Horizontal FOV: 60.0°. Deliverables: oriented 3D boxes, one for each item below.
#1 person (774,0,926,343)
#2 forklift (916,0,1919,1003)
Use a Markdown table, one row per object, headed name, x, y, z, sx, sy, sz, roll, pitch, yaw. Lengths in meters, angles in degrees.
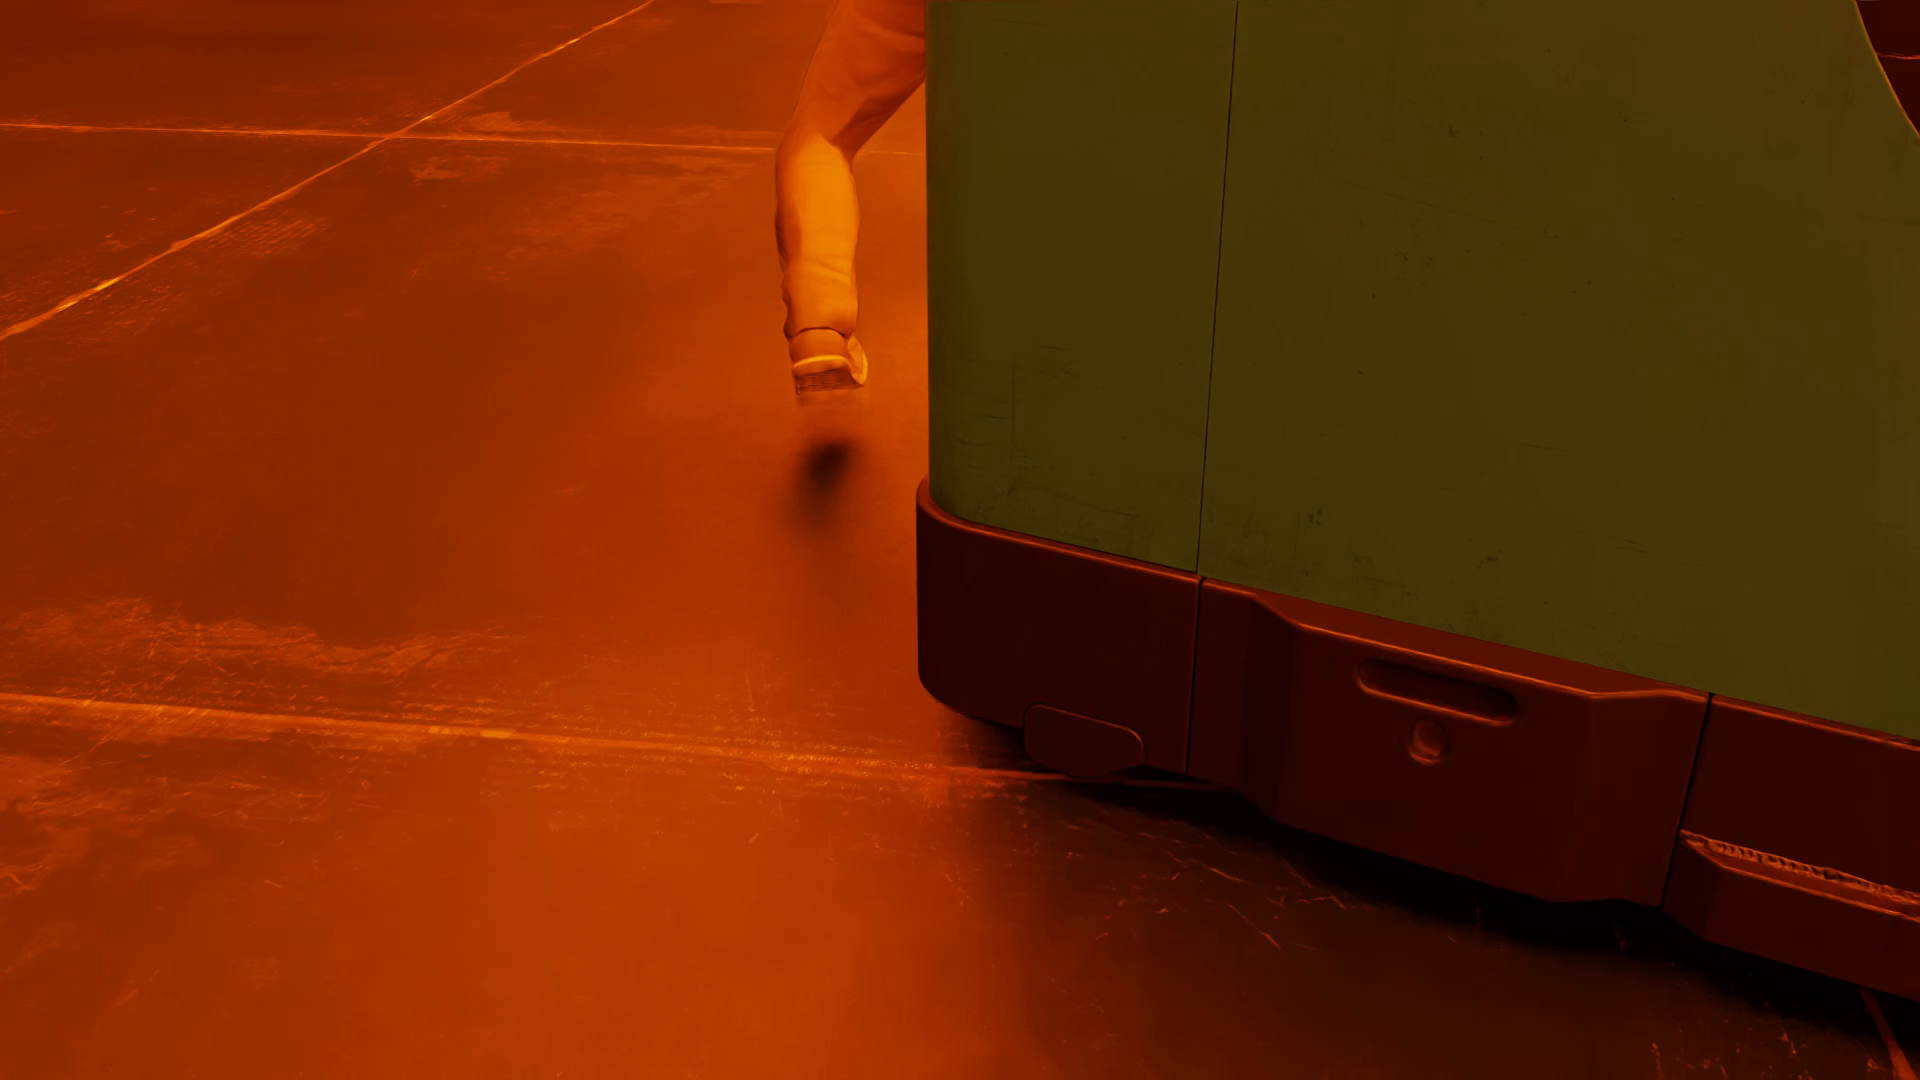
| name | x | y | z | sx | sy | sz | roll | pitch | yaw |
| --- | --- | --- | --- | --- | --- | --- | --- | --- | --- |
| person | 0.049 | -0.974 | 2.697 | 0.745 | 1.384 | 0.589 | -3 | 27 | -6 |
| forklift | 1.496 | -0.960 | 1.140 | 3.031 | 2.935 | 1.130 | 13 | 29 | 25 |
